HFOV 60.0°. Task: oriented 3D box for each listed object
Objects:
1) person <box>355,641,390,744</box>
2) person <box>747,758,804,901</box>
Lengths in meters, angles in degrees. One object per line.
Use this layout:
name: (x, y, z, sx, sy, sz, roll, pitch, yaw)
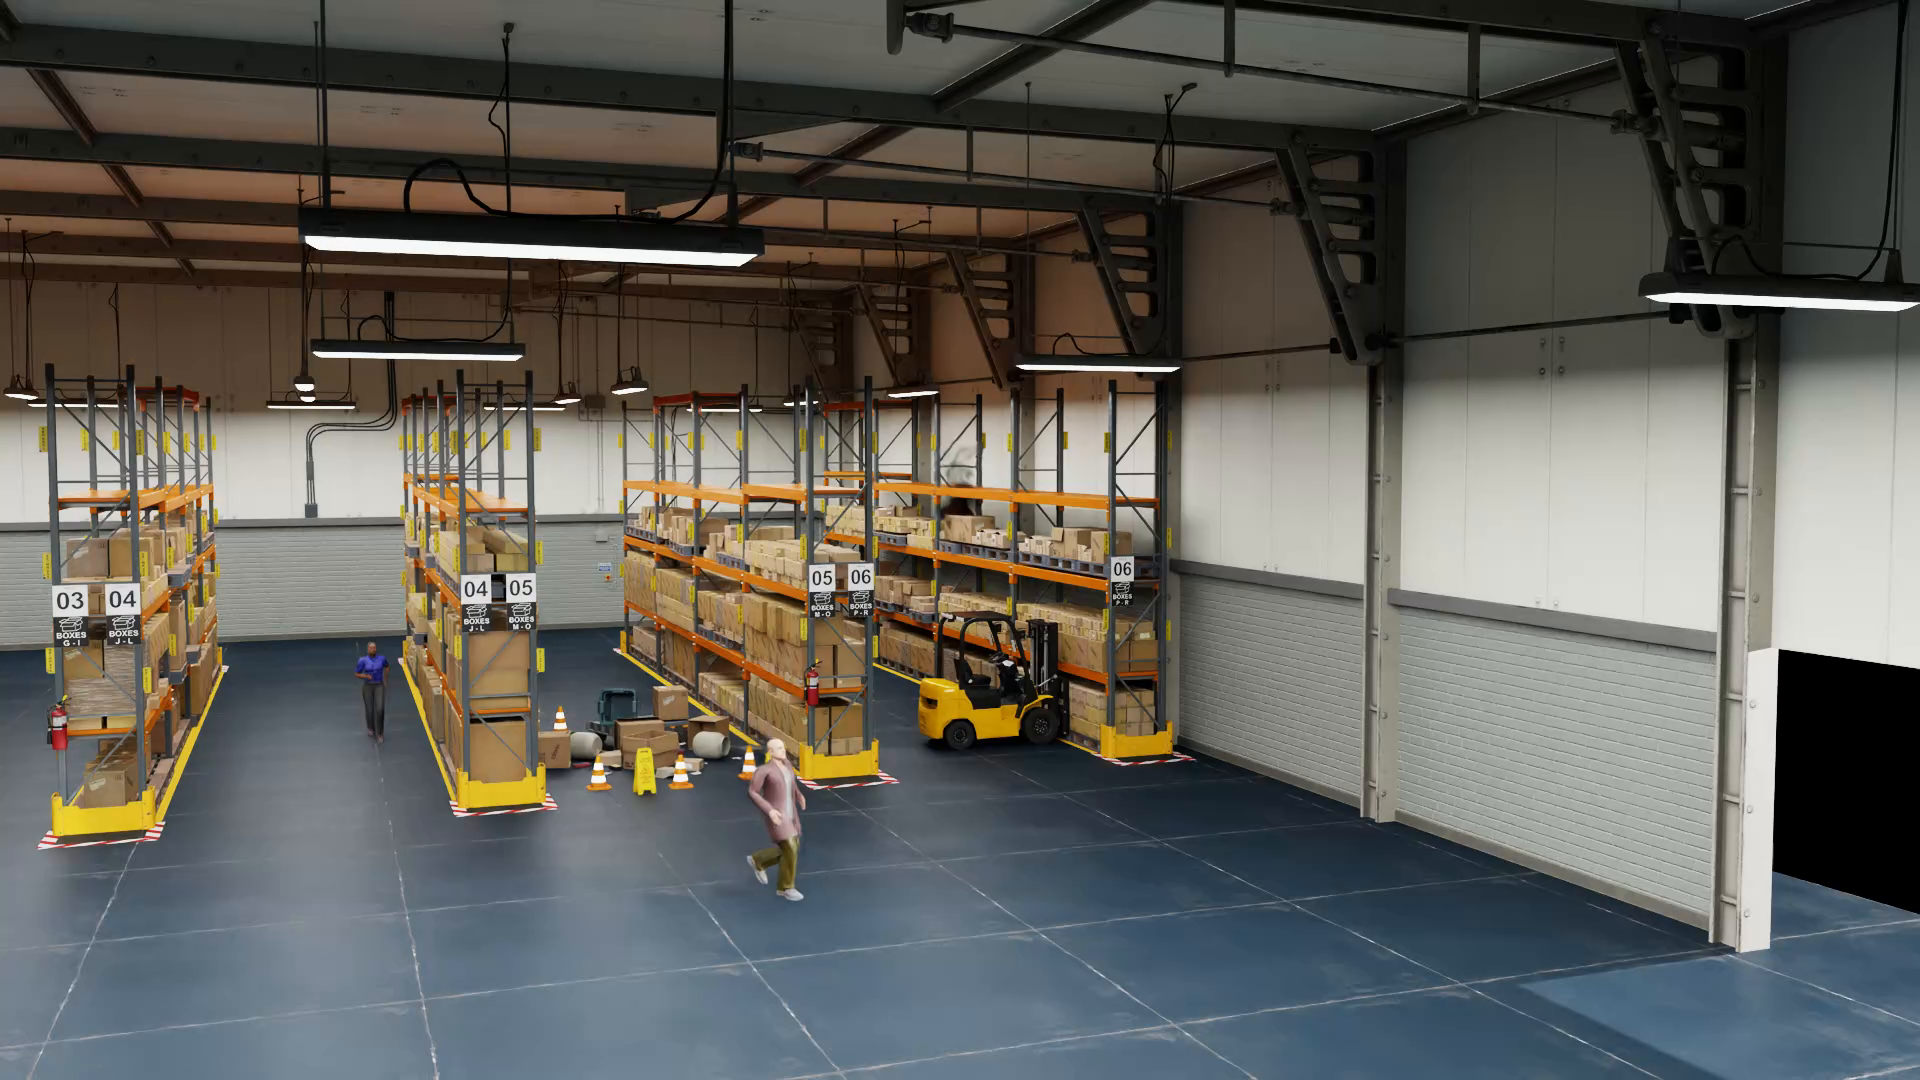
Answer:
person: (-9.852, 2.549, 27.898, 0.563, 1.712, 0.766, -1, 4, -21)
person: (-2.037, 3.165, 18.371, 0.761, 1.559, 0.706, 2, 4, 30)
